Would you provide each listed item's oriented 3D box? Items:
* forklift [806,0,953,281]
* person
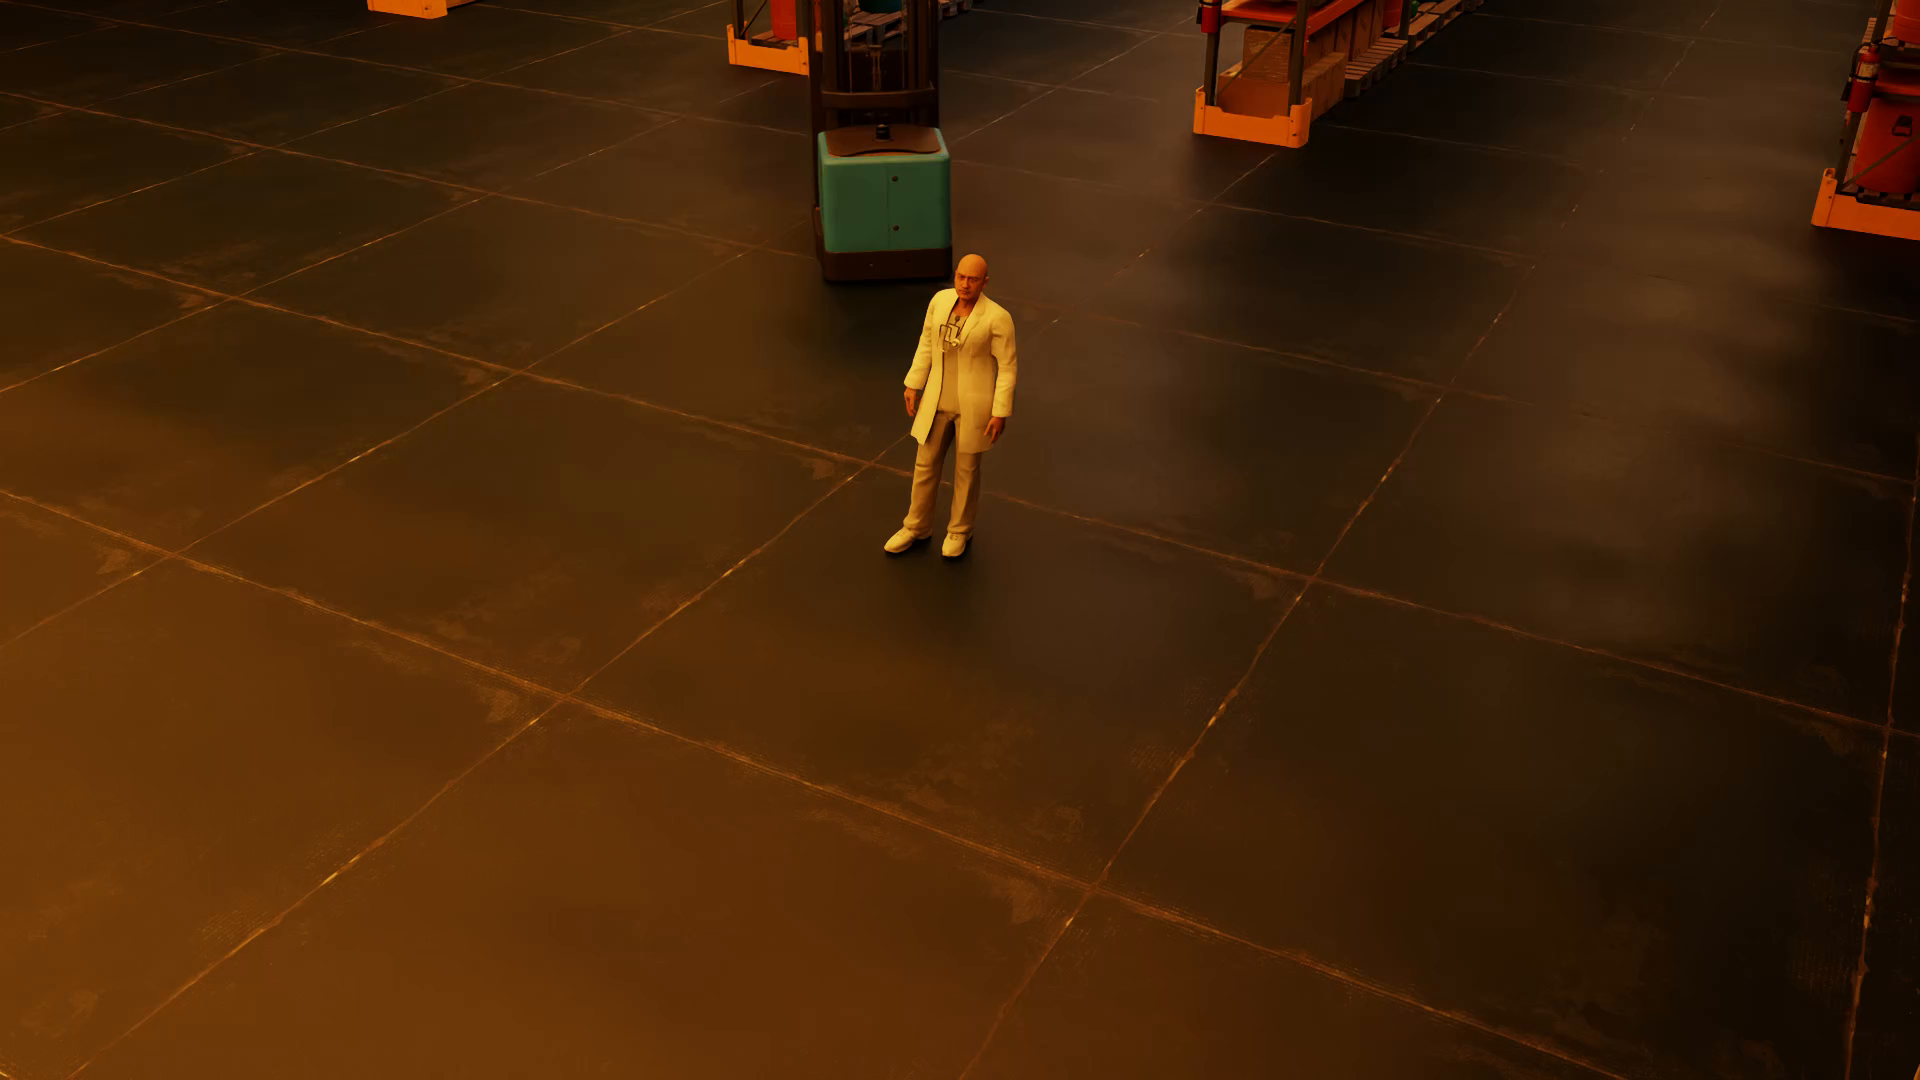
[{"bbox_3d":[-0.752,-4.086,14.150,1.130,2.935,3.031,-3,30,-6],"label":"forklift"},{"bbox_3d":[-0.048,-0.738,9.489,0.696,1.775,0.581,15,33,25],"label":"person"}]
